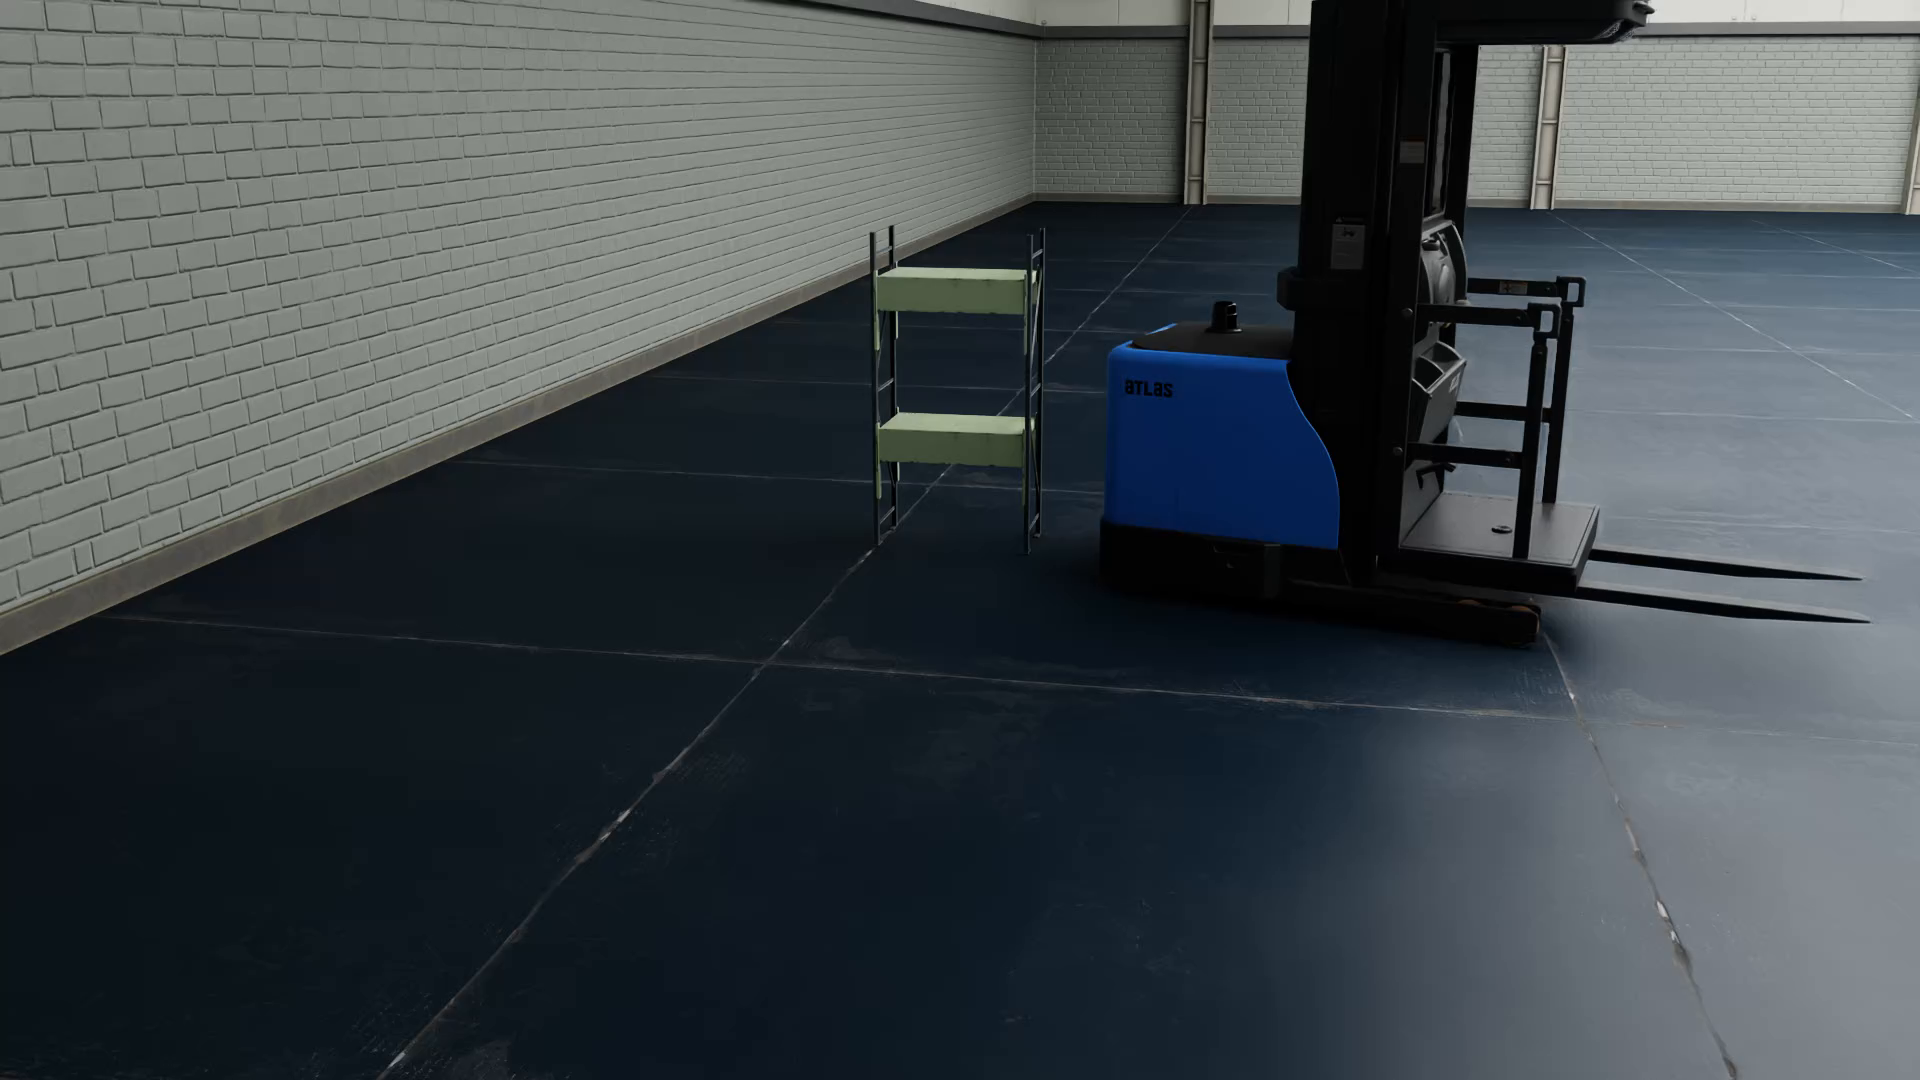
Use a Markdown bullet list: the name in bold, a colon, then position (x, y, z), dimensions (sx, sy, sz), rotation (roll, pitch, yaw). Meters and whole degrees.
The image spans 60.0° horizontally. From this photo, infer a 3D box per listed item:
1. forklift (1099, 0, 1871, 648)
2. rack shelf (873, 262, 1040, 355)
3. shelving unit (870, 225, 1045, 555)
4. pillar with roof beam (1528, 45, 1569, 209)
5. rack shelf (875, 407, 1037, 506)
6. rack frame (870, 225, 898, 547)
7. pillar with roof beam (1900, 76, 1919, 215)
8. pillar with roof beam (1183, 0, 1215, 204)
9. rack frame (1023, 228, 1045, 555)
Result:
- **forklift**: position (2.177, -1.145, 6.796), dimensions (3.031, 2.935, 1.130), rotation (7, 17, 24)
- **rack shelf**: position (-0.007, -1.099, 7.851), dimensions (0.720, 0.370, 0.431), rotation (3, 16, 11)
- **shelving unit**: position (-0.007, -0.723, 7.956), dimensions (0.755, 1.500, 0.431), rotation (3, 16, 11)
- **pillar with roof beam**: position (9.293, -9.002, 23.796), dimensions (0.400, 9.000, 9.100), rotation (3, 16, 11)
- **rack shelf**: position (-0.007, -0.409, 8.043), dimensions (0.720, 0.370, 0.431), rotation (3, 16, 11)
- **rack frame**: position (-0.365, -0.743, 8.026), dimensions (0.023, 1.500, 0.400), rotation (3, 16, 11)
- **pillar with roof beam**: position (15.173, -8.683, 22.643), dimensions (0.400, 9.000, 9.100), rotation (3, 16, 11)
- **pillar with roof beam**: position (3.414, -9.321, 24.948), dimensions (0.400, 9.000, 9.100), rotation (3, 16, 11)
- **rack frame**: position (0.352, -0.704, 7.885), dimensions (0.023, 1.500, 0.400), rotation (3, 16, 11)
